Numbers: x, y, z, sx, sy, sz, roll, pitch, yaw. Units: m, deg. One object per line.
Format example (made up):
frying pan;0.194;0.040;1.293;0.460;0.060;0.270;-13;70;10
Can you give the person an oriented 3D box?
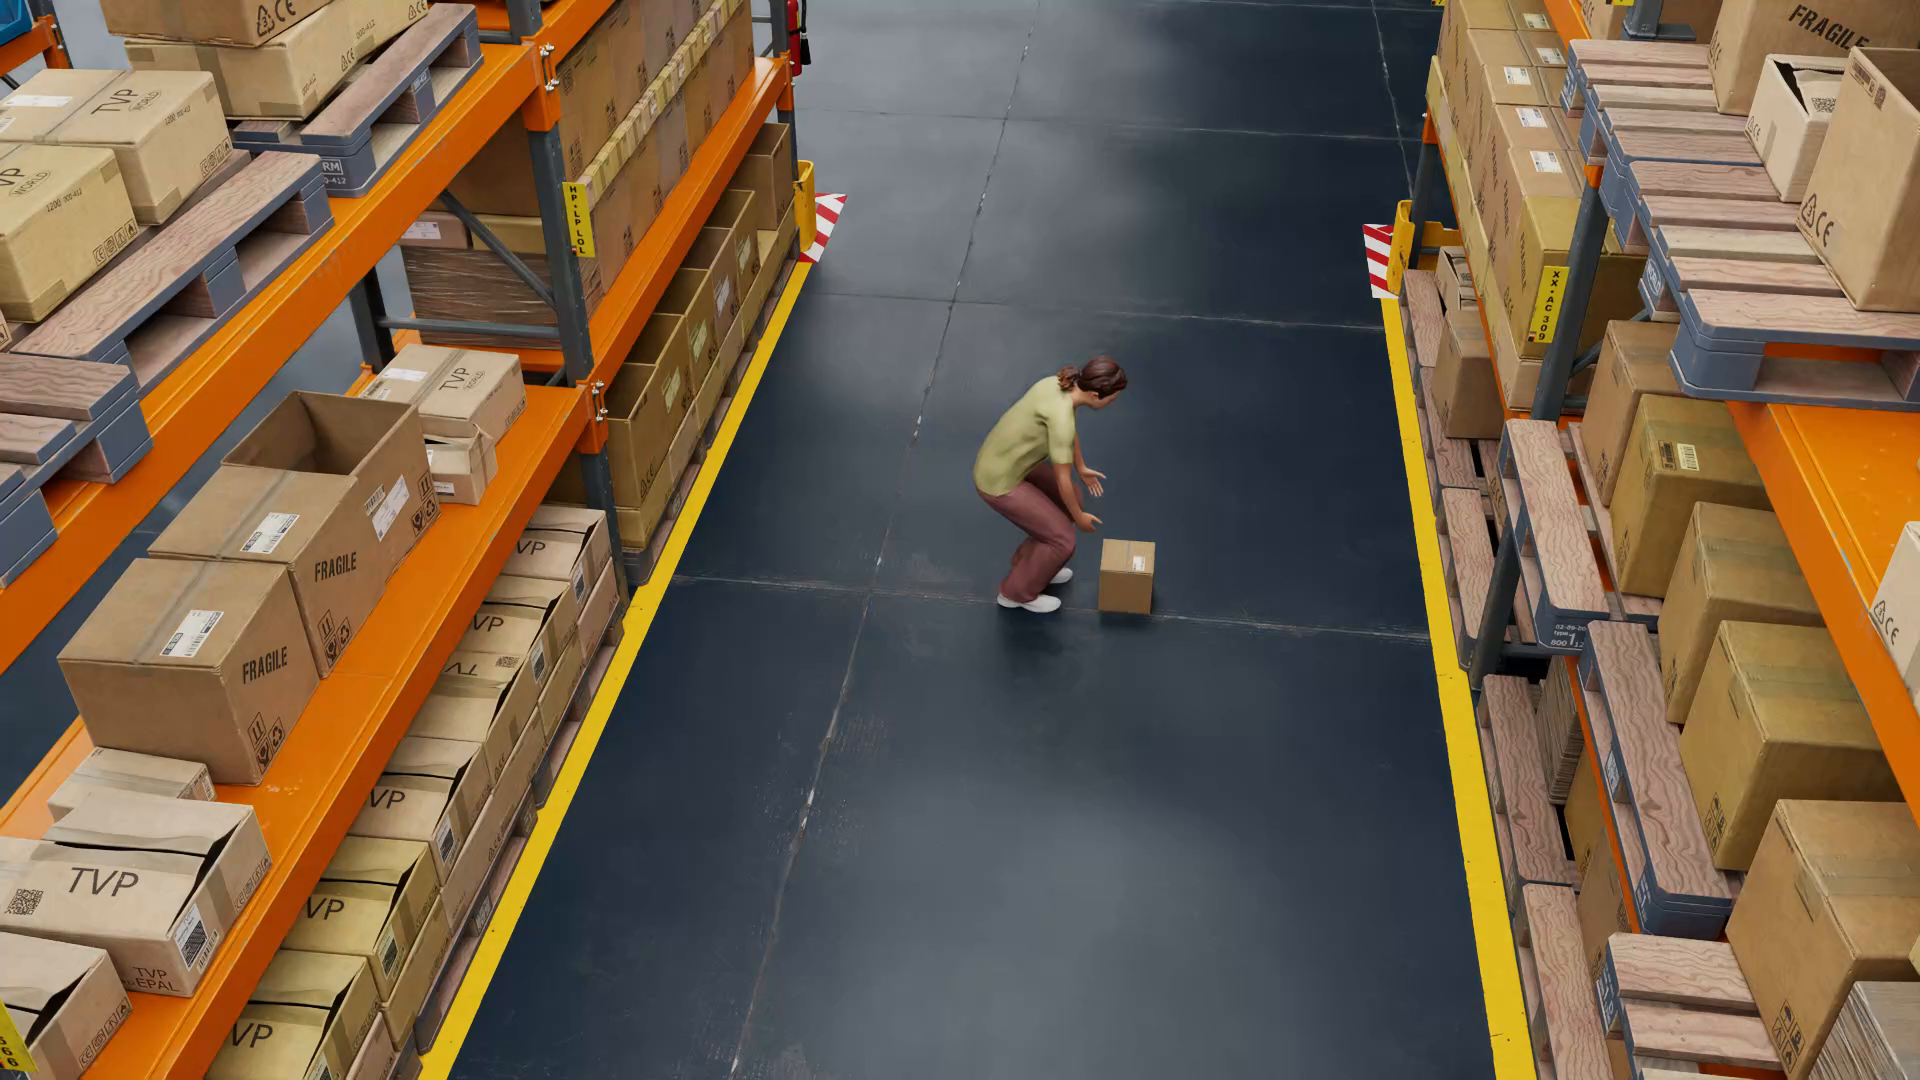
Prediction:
person;0.406;-0.292;7.755;0.683;1.304;0.511;4;36;6
